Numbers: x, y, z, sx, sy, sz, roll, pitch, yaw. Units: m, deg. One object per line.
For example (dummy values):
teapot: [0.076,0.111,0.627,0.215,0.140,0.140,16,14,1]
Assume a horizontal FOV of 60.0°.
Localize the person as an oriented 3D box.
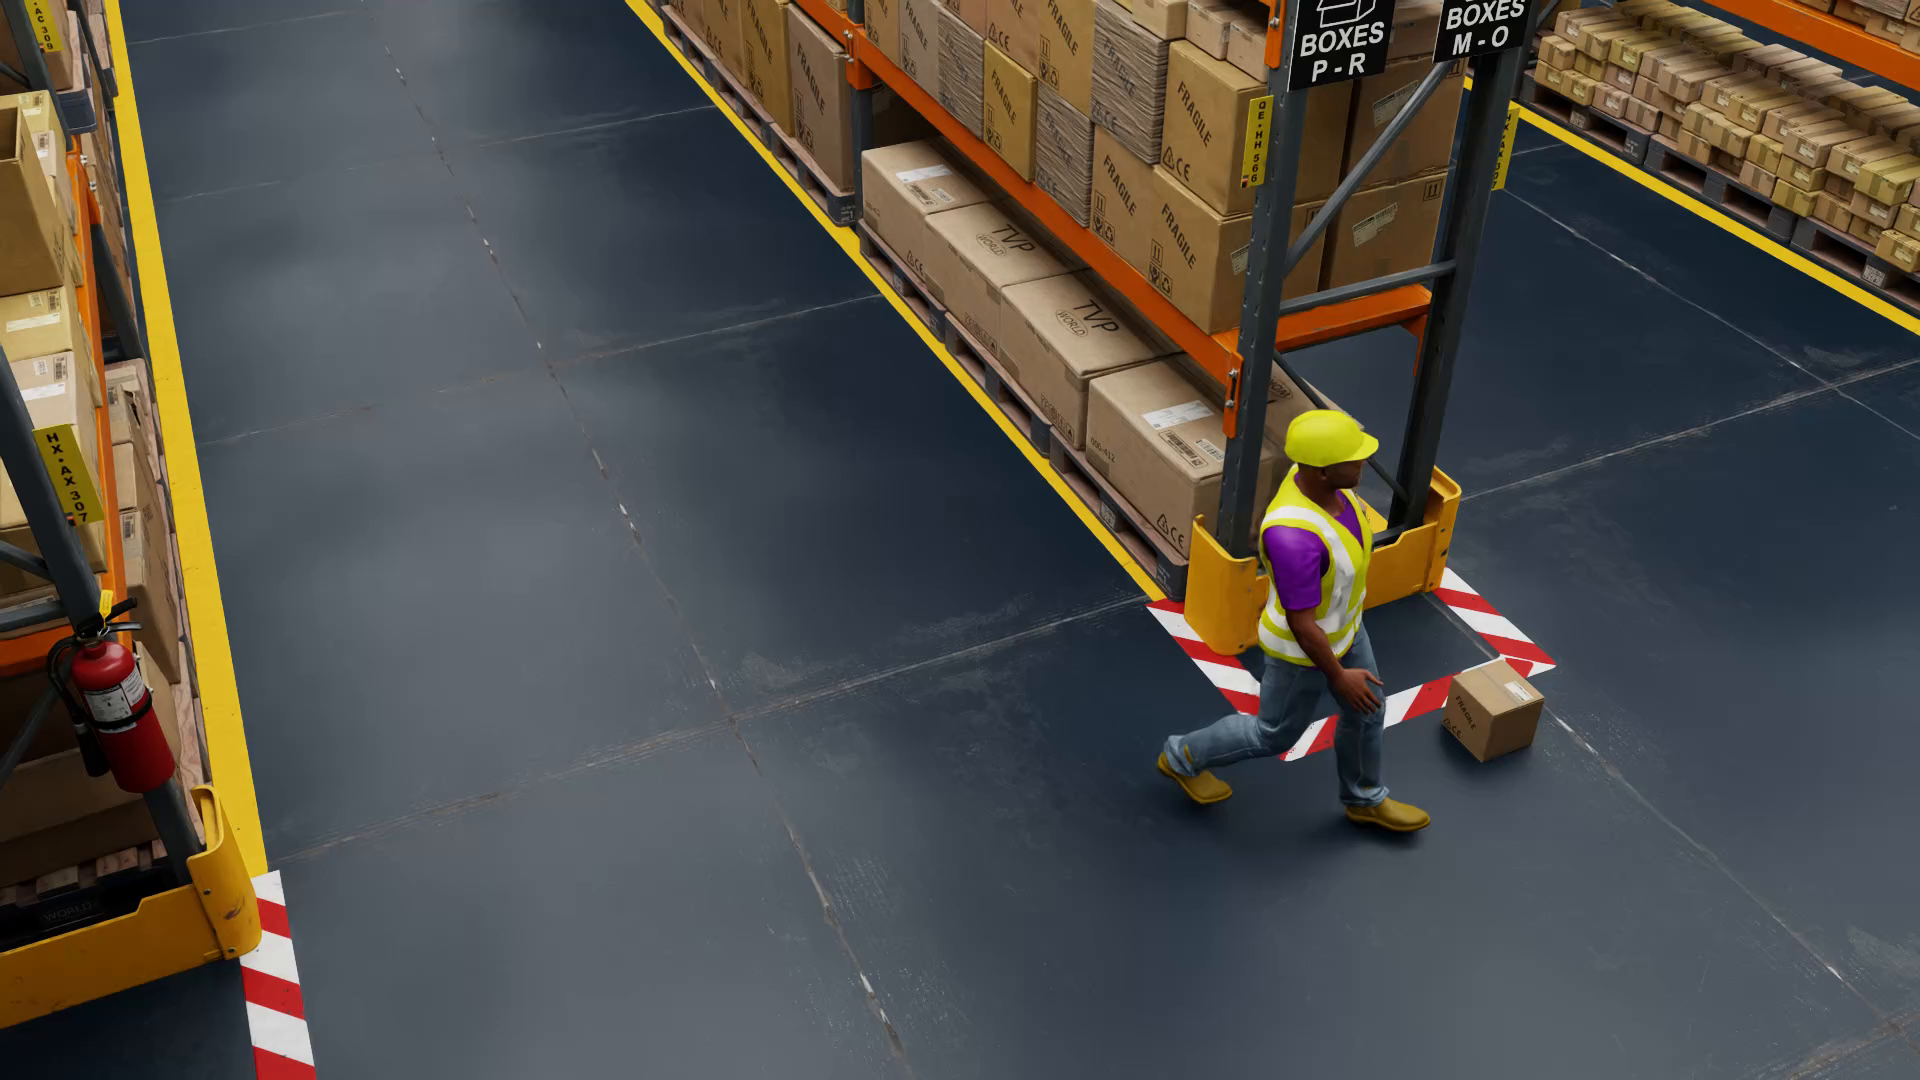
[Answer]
person: [1.236,0.321,5.717,0.985,1.725,0.580,17,40,21]
